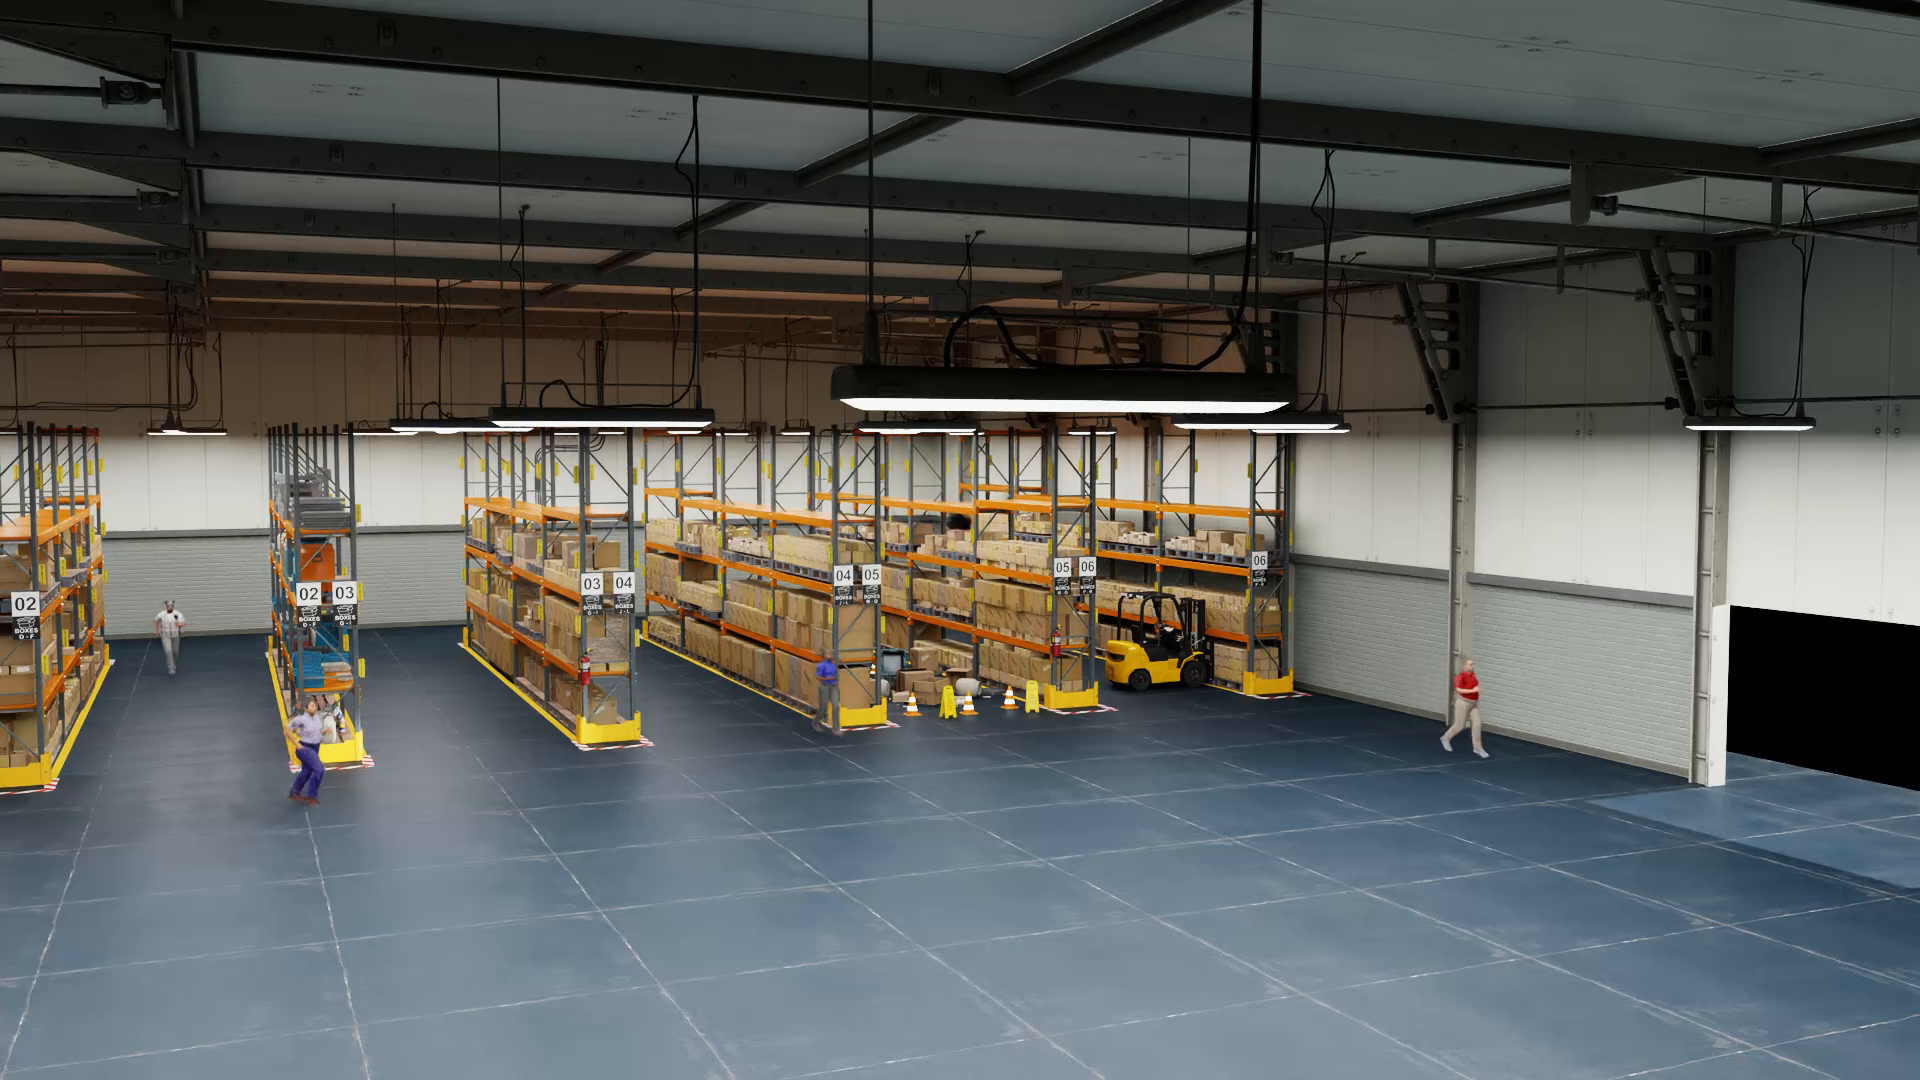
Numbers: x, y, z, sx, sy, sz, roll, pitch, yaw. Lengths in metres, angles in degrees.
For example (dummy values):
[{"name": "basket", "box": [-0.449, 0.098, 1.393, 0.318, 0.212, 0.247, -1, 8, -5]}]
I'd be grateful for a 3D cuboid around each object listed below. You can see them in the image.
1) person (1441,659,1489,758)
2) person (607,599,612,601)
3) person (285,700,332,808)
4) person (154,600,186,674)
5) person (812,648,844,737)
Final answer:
[{"name": "person", "box": [9.121, 3.005, 29.991, 0.690, 1.739, 0.944, -3, 4, -38]}, {"name": "person", "box": [-10.008, 2.034, 46.730, 0.729, 1.742, 0.698, 0, 4, 7]}, {"name": "person", "box": [-10.161, 3.337, 25.970, 0.729, 1.710, 0.572, 0, 4, 7]}, {"name": "person", "box": [-19.230, 2.334, 40.518, 0.661, 1.770, 0.970, -2, 4, -32]}, {"name": "person", "box": [-2.561, 2.929, 32.111, 0.769, 1.689, 0.584, 3, 5, 43]}]
